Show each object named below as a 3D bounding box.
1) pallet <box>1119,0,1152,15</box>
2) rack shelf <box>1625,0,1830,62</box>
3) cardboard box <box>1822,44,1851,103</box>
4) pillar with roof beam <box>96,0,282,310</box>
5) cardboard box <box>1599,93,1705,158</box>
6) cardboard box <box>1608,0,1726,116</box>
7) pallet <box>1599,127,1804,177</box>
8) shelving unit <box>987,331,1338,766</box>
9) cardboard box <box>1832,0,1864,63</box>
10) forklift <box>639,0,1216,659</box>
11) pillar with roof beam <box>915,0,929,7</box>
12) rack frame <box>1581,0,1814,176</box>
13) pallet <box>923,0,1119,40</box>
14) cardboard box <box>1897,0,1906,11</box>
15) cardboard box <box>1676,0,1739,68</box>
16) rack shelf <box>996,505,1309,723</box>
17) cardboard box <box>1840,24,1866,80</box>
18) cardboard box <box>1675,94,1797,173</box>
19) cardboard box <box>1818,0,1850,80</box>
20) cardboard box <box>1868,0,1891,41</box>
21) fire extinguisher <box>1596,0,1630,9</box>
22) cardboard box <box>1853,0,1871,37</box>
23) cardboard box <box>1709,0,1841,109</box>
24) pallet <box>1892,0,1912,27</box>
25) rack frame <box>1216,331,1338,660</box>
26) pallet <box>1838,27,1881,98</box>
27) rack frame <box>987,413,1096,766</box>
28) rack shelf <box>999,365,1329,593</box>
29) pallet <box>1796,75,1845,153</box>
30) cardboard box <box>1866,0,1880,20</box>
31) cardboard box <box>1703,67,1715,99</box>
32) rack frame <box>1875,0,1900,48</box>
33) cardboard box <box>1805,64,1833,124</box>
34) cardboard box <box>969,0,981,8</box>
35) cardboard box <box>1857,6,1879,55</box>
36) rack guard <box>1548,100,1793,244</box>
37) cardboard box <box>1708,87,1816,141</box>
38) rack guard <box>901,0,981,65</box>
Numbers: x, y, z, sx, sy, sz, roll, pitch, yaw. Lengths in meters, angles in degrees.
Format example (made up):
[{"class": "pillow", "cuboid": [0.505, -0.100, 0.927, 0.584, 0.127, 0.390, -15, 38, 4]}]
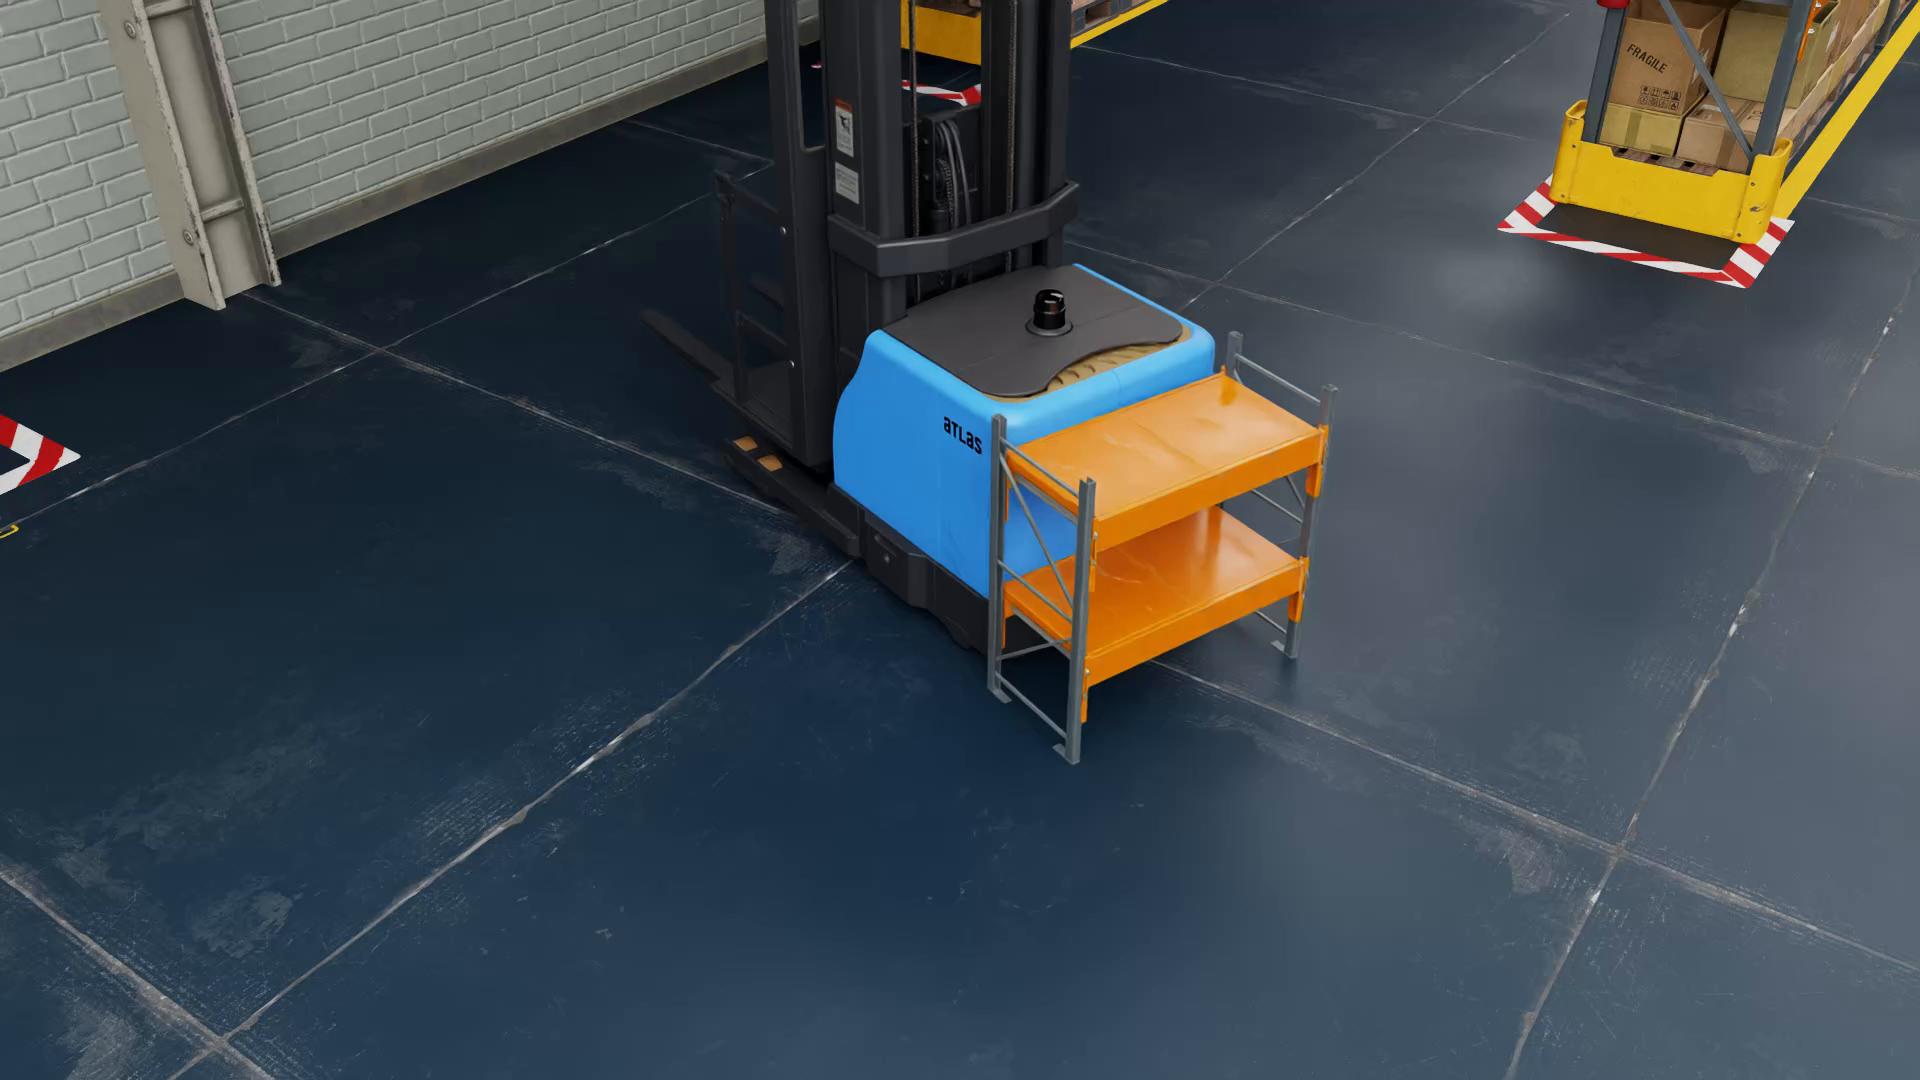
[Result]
[{"class": "pallet", "cuboid": [1.163, -4.517, 13.241, 1.003, 0.211, 1.213, 21, 39, 28]}, {"class": "rack shelf", "cuboid": [5.143, -3.757, 10.270, 1.077, 0.370, 4.000, 21, 39, 28]}, {"class": "cardboard box", "cuboid": [5.348, -3.035, 10.640, 0.500, 0.250, 0.500, 21, 39, 28]}, {"class": "pillar with roof beam", "cuboid": [-0.265, -3.663, 4.133, 9.100, 9.000, 0.400, 21, 39, 28]}, {"class": "cardboard box", "cuboid": [4.065, -2.511, 9.865, 0.500, 0.250, 0.500, 21, 39, 28]}, {"class": "cardboard box", "cuboid": [4.064, -2.822, 9.656, 0.500, 0.500, 0.500, 21, 39, 28]}, {"class": "pallet", "cuboid": [4.404, -2.345, 10.029, 1.003, 0.211, 1.213, 21, 39, 28]}, {"class": "shelving unit", "cuboid": [0.671, 0.015, 5.719, 1.048, 1.125, 0.538, -21, 40, -28]}, {"class": "cardboard box", "cuboid": [5.348, -3.346, 10.430, 0.500, 0.500, 0.500, 21, 39, 28]}, {"class": "forklift", "cuboid": [-0.359, -1.554, 6.431, 1.130, 2.935, 3.031, -23, 40, -30]}, {"class": "pillar with roof beam", "cuboid": [3.156, -6.424, 8.216, 9.100, 9.000, 0.400, 21, 39, 28]}, {"class": "rack frame", "cuboid": [4.002, -3.135, 8.708, 1.000, 3.000, 0.127, 21, 39, 28]}, {"class": "pallet", "cuboid": [0.466, -3.958, 12.414, 1.003, 0.211, 1.213, 21, 39, 28]}, {"class": "cardboard box", "cuboid": [6.717, -4.117, 12.240, 0.500, 0.250, 0.500, 20, 39, 27]}, {"class": "cardboard box", "cuboid": [4.622, -3.287, 10.343, 0.500, 0.500, 0.500, 21, 39, 28]}, {"class": "rack shelf", "cuboid": [0.670, 0.217, 5.858, 1.000, 0.278, 0.538, -21, 40, -28]}, {"class": "cardboard box", "cuboid": [5.632, -3.266, 10.981, 0.500, 0.250, 0.500, 21, 39, 28]}, {"class": "cardboard box", "cuboid": [4.491, -2.346, 9.620, 0.500, 0.250, 0.500, 21, 39, 28]}, {"class": "cardboard box", "cuboid": [5.049, -3.121, 10.098, 0.500, 0.500, 0.500, 21, 39, 28]}, {"class": "cardboard box", "cuboid": [6.198, -3.727, 11.664, 0.500, 0.250, 0.500, 21, 39, 28]}, {"class": "fire extinguisher", "cuboid": [3.553, -3.197, 8.869, 0.296, 0.674, 0.183, 21, 39, 28]}, {"class": "cardboard box", "cuboid": [5.622, -3.580, 10.777, 0.500, 0.500, 0.500, 21, 39, 28]}, {"class": "cardboard box", "cuboid": [4.774, -2.887, 9.751, 0.500, 0.500, 0.500, 21, 39, 28]}, {"class": "pallet", "cuboid": [6.671, -4.172, 12.731, 1.003, 0.211, 1.213, 21, 39, 28]}, {"class": "rack frame", "cuboid": [1.089, -0.147, 5.959, 0.032, 1.125, 0.500, -21, 40, -28]}, {"class": "pallet", "cuboid": [5.795, -3.468, 11.690, 1.003, 0.211, 1.213, 21, 39, 28]}, {"class": "rack frame", "cuboid": [0.253, 0.177, 5.480, 0.032, 1.125, 0.500, -21, 40, -28]}, {"class": "rack shelf", "cuboid": [0.672, -0.226, 5.554, 1.000, 0.278, 0.538, -21, 40, -28]}, {"class": "pallet", "cuboid": [5.100, -2.904, 10.856, 1.003, 0.211, 1.213, 21, 39, 28]}, {"class": "cardboard box", "cuboid": [5.904, -3.812, 11.119, 0.500, 0.500, 0.500, 21, 39, 28]}, {"class": "cardboard box", "cuboid": [4.341, -2.745, 10.211, 0.500, 0.250, 0.500, 21, 39, 28]}, {"class": "rack frame", "cuboid": [6.283, -4.976, 11.430, 1.000, 3.000, 0.127, 21, 39, 28]}, {"class": "cardboard box", "cuboid": [5.058, -2.807, 10.302, 0.500, 0.250, 0.500, 21, 39, 28]}, {"class": "cardboard box", "cuboid": [0.399, -4.073, 12.103, 0.500, 0.311, 0.500, 17, 37, 23]}, {"class": "cardboard box", "cuboid": [5.905, -3.500, 11.328, 0.500, 0.250, 0.500, 21, 39, 28]}, {"class": "rack guard", "cuboid": [3.989, -2.088, 9.392, 1.175, 0.500, 0.348, 21, 39, 28]}, {"class": "cardboard box", "cuboid": [4.773, -2.577, 9.962, 0.500, 0.250, 0.500, 21, 39, 28]}, {"class": "rack guard", "cuboid": [-0.026, -3.715, 11.797, 1.175, 0.500, 0.348, 21, 39, 28]}]
